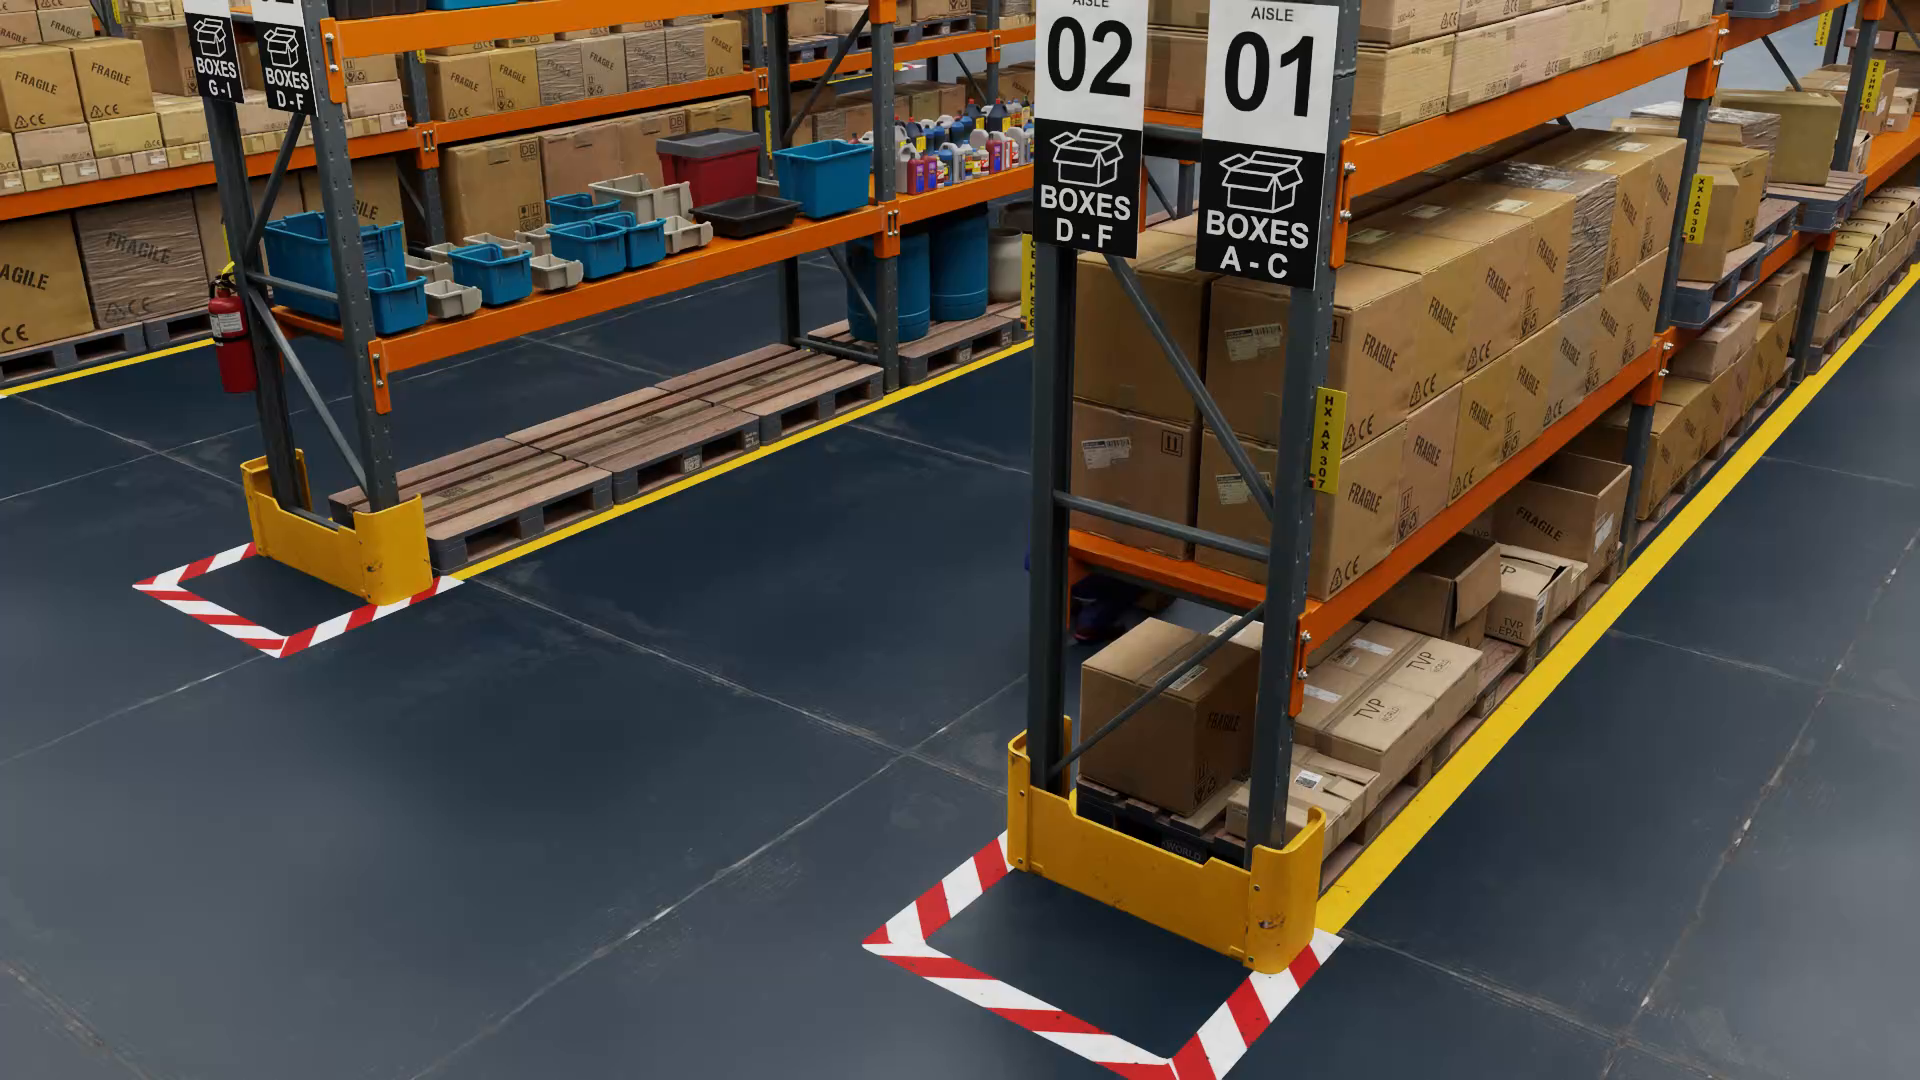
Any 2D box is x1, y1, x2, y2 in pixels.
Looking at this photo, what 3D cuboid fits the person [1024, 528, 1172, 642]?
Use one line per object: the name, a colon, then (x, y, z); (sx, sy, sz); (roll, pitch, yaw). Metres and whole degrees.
person: (0.700, 0.019, 8.144); (0.849, 0.802, 0.529); (-19, 30, -37)
